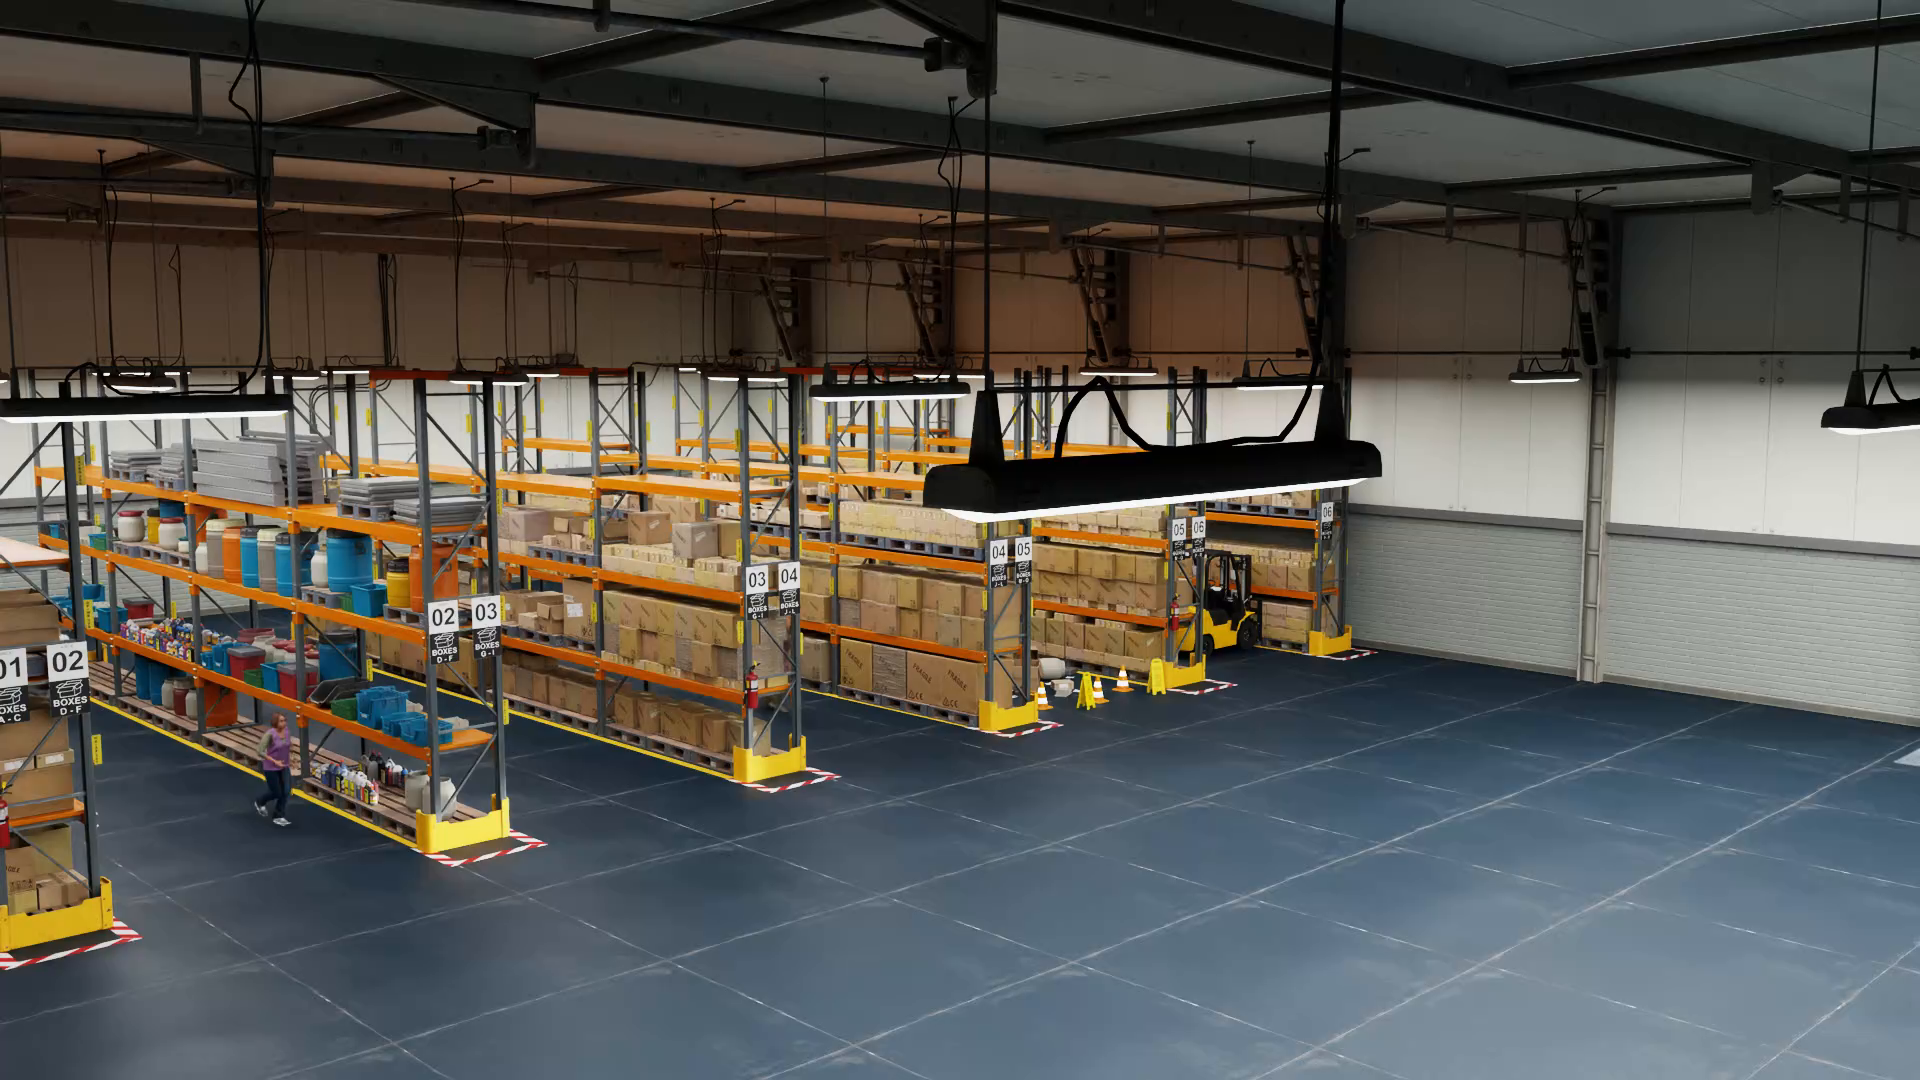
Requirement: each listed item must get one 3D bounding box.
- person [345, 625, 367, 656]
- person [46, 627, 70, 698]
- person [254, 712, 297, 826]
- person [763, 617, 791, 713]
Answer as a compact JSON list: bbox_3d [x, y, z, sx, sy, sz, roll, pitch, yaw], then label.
[{"bbox_3d":[-11.124,2.131,30.255,0.644,1.613,0.579,4,8,35],"label":"person"},{"bbox_3d":[-15.735,2.249,28.771,0.888,1.686,0.709,3,7,27],"label":"person"},{"bbox_3d":[-9.228,3.058,22.348,0.687,1.547,0.537,4,8,33],"label":"person"},{"bbox_3d":[-3.194,2.191,29.234,0.599,1.714,0.697,0,6,0],"label":"person"}]
